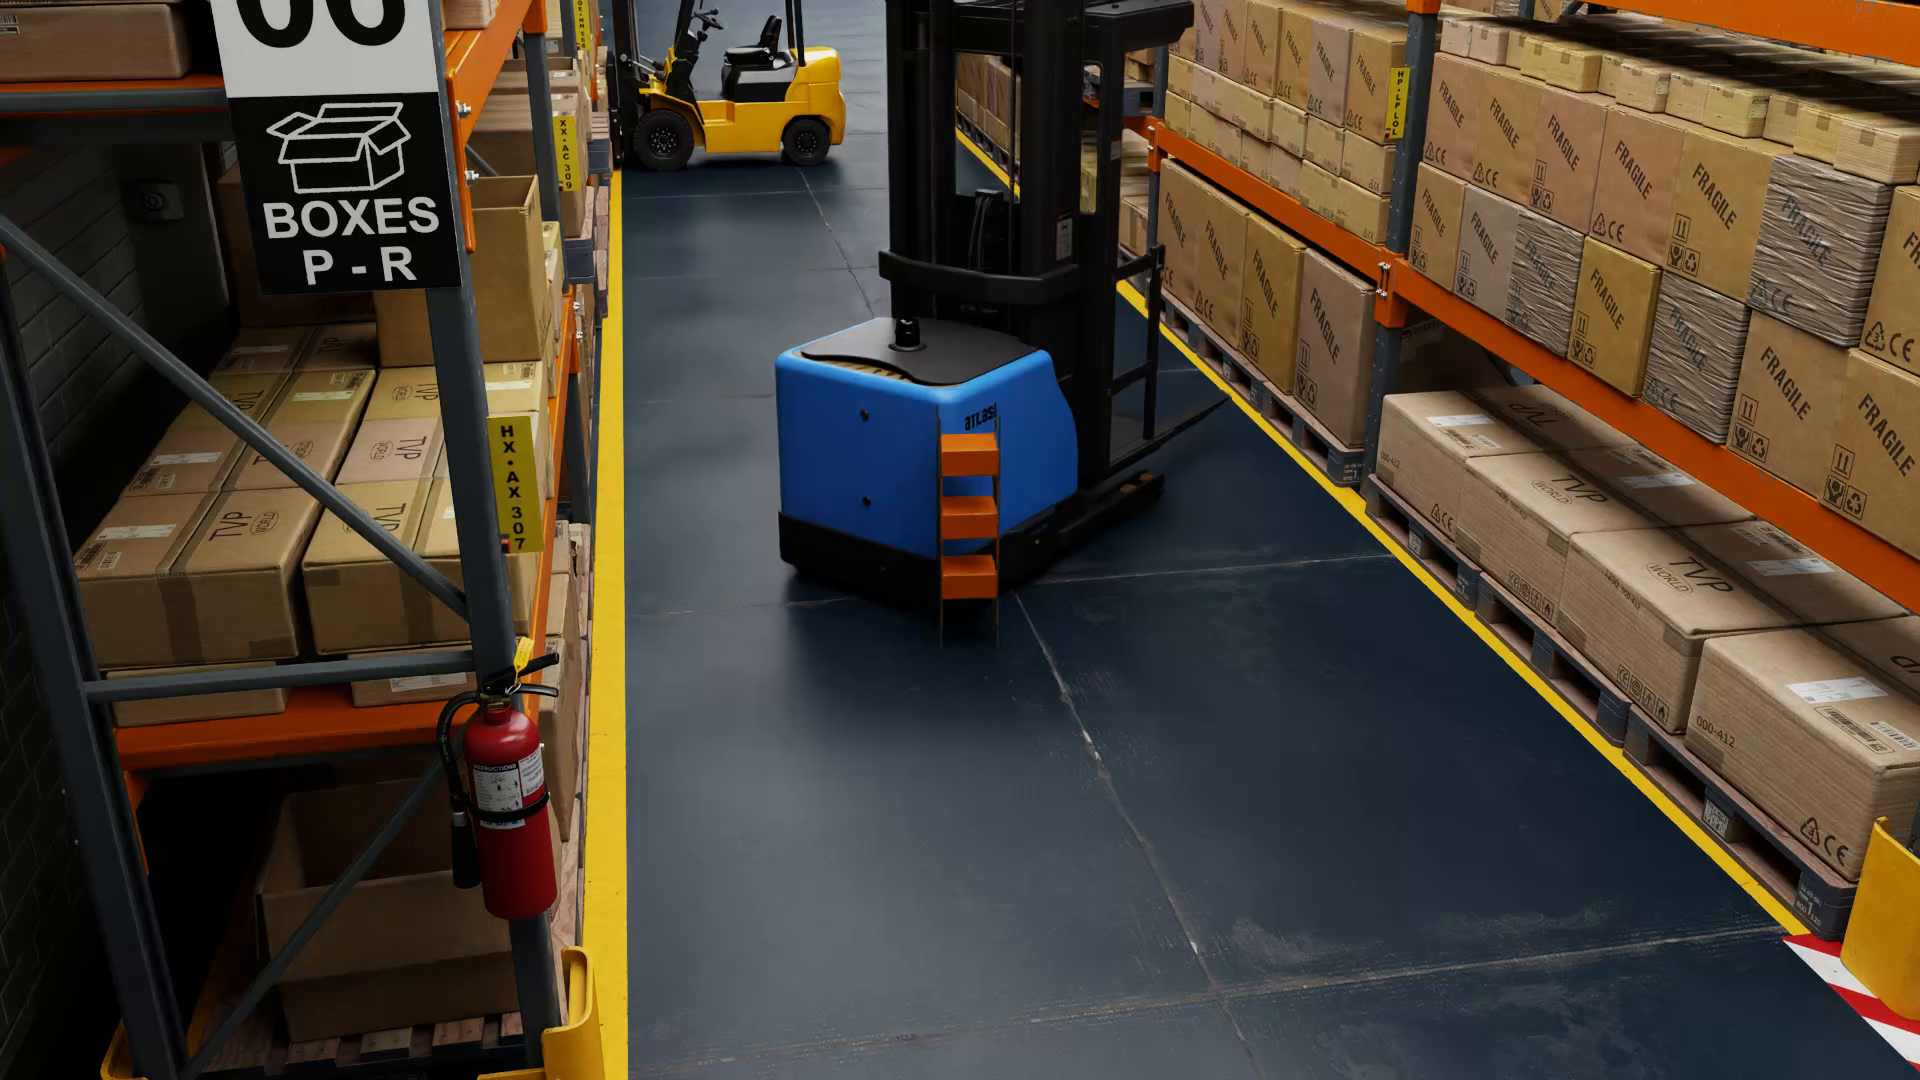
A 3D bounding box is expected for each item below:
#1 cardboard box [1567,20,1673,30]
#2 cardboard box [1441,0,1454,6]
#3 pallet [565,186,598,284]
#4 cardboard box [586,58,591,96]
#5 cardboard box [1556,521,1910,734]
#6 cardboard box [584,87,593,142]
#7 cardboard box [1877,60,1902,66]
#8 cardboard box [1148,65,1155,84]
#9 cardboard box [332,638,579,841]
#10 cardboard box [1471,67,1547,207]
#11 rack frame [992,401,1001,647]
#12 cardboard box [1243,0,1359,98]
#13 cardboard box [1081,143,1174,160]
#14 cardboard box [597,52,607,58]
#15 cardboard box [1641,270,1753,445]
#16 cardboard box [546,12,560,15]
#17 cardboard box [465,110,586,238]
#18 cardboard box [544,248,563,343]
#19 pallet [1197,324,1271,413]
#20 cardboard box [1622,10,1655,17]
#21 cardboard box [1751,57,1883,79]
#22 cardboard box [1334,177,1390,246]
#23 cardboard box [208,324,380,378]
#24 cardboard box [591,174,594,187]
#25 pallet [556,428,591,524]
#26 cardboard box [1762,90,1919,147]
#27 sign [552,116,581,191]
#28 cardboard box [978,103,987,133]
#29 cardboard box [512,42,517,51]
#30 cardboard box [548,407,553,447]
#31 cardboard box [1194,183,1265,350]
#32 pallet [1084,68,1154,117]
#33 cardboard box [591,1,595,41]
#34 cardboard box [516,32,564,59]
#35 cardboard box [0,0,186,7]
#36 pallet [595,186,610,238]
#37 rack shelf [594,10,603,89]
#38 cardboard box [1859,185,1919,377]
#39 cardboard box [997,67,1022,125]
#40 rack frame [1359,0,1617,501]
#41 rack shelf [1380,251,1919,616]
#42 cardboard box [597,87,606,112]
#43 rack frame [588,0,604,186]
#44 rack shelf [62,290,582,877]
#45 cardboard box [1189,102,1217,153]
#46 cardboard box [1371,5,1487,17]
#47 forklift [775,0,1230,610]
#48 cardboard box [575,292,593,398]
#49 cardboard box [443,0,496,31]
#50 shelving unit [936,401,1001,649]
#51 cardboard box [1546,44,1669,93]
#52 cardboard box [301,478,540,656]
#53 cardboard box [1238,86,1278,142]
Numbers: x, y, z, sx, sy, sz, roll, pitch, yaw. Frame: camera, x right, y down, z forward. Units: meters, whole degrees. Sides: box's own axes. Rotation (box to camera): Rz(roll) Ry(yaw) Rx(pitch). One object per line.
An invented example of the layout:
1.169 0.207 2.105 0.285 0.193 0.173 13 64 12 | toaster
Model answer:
2.926 -2.218 7.396 0.380 0.149 0.250 -4 24 -8 | cardboard box
5.596 -6.029 18.119 0.875 0.550 0.500 -4 24 -10 | cardboard box
-2.304 -1.492 8.158 1.003 0.211 1.213 -4 24 -10 | pallet
-3.129 -3.559 12.839 0.500 0.250 0.500 -4 24 -8 | cardboard box
2.956 0.317 6.452 0.875 0.438 0.875 -4 24 -8 | cardboard box
-2.490 -2.563 10.034 0.500 0.250 0.500 -5 24 -12 | cardboard box
6.717 -3.403 11.712 0.380 0.149 0.250 -5 24 -11 | cardboard box
1.582 -3.388 12.050 0.380 0.149 0.250 -3 24 -8 | cardboard box
-1.664 0.682 5.538 0.700 0.500 0.500 -3 24 -8 | cardboard box
2.551 -1.726 7.080 0.500 0.500 0.500 -5 24 -10 | cardboard box
0.155 -0.058 7.071 0.008 1.050 0.200 -2 24 -4 | rack frame
1.997 -2.894 9.754 0.500 0.500 0.500 -4 24 -9 | cardboard box
1.370 -3.272 14.754 0.950 0.372 0.625 -3 24 -6 | cardboard box
-3.991 -5.010 17.634 0.500 0.250 0.500 -4 24 -9 | cardboard box
2.822 -0.669 5.909 0.500 0.500 0.500 -4 24 -8 | cardboard box
-3.022 -3.828 12.331 0.380 0.149 0.250 -4 24 -9 | cardboard box
-2.133 -1.702 7.751 0.700 0.500 0.500 -4 24 -8 | cardboard box
-1.822 -0.947 6.486 0.500 0.250 0.500 -4 24 -10 | cardboard box
2.168 -1.127 10.567 1.003 0.211 1.213 -4 24 -10 | pallet
6.091 -4.403 14.459 0.500 0.500 0.500 -4 24 -9 | cardboard box
3.218 -1.727 6.271 0.380 0.149 0.250 -4 24 -10 | cardboard box
2.283 -1.715 8.617 0.500 0.250 0.500 -5 24 -11 | cardboard box
-2.147 -0.517 5.501 0.500 0.250 0.500 -4 24 -10 | cardboard box
-3.499 -2.998 13.809 0.875 0.625 0.625 -5 24 -10 | cardboard box
-2.451 -0.297 8.665 1.003 0.211 1.213 -4 24 -10 | pallet
2.905 -1.384 5.487 0.380 0.149 0.250 -5 24 -10 | cardboard box
-1.732 -1.697 7.307 0.100 0.325 0.005 -4 24 -10 | sign
0.473 -4.526 17.776 0.500 0.250 0.500 -3 24 -6 | cardboard box
-2.936 -3.381 11.806 0.500 0.250 0.500 -4 24 -8 | cardboard box
-1.573 -0.331 5.574 0.380 0.149 0.250 -4 24 -9 | cardboard box
2.081 -1.789 10.729 0.875 0.875 0.875 -4 24 -9 | cardboard box
1.638 -3.384 12.490 1.213 0.211 1.003 -4 24 -10 | pallet
-3.681 -4.847 15.476 0.500 0.500 0.500 -4 24 -9 | cardboard box
-2.773 -3.321 11.171 0.380 0.149 0.250 -4 24 -8 | cardboard box
-1.873 -1.281 3.503 0.500 0.250 0.500 -5 24 -11 | cardboard box
-3.568 -2.839 14.487 1.003 0.211 1.213 -4 24 -10 | pallet
-4.113 -4.861 16.531 1.077 0.370 4.000 -4 24 -10 | rack shelf
3.031 -0.729 4.797 0.500 0.500 0.500 -4 24 -8 | cardboard box
0.666 -4.462 16.692 0.500 0.500 0.500 -4 24 -9 | cardboard box
2.614 -1.626 8.226 1.000 3.000 0.127 -4 24 -10 | rack frame
2.984 -0.510 6.568 1.077 0.370 4.000 -4 24 -10 | rack shelf
-3.524 -4.008 15.341 0.500 0.250 0.500 -5 24 -11 | cardboard box
-3.743 -4.404 14.586 1.000 3.000 0.127 -4 24 -10 | rack frame
-1.894 -0.141 5.724 1.077 0.370 4.000 -4 24 -10 | rack shelf
1.830 -2.719 10.915 0.500 0.250 0.500 -5 24 -11 | cardboard box
2.604 -2.720 9.356 0.500 0.500 0.500 -5 24 -11 | cardboard box
0.413 -1.564 8.169 1.130 2.935 3.031 16 28 32 | forklift
-2.418 -1.121 9.667 0.500 0.500 0.500 -5 24 -12 | cardboard box
-1.404 -1.395 4.263 0.380 0.149 0.250 -4 24 -9 | cardboard box
0.033 -0.055 7.063 0.252 1.050 0.215 -2 24 -4 | shelving unit
2.576 -1.878 6.618 0.380 0.149 0.250 -5 24 -11 | cardboard box
-1.343 0.050 4.203 0.500 0.250 0.500 -4 24 -9 | cardboard box
1.981 -2.541 9.884 0.500 0.250 0.500 -4 24 -9 | cardboard box
